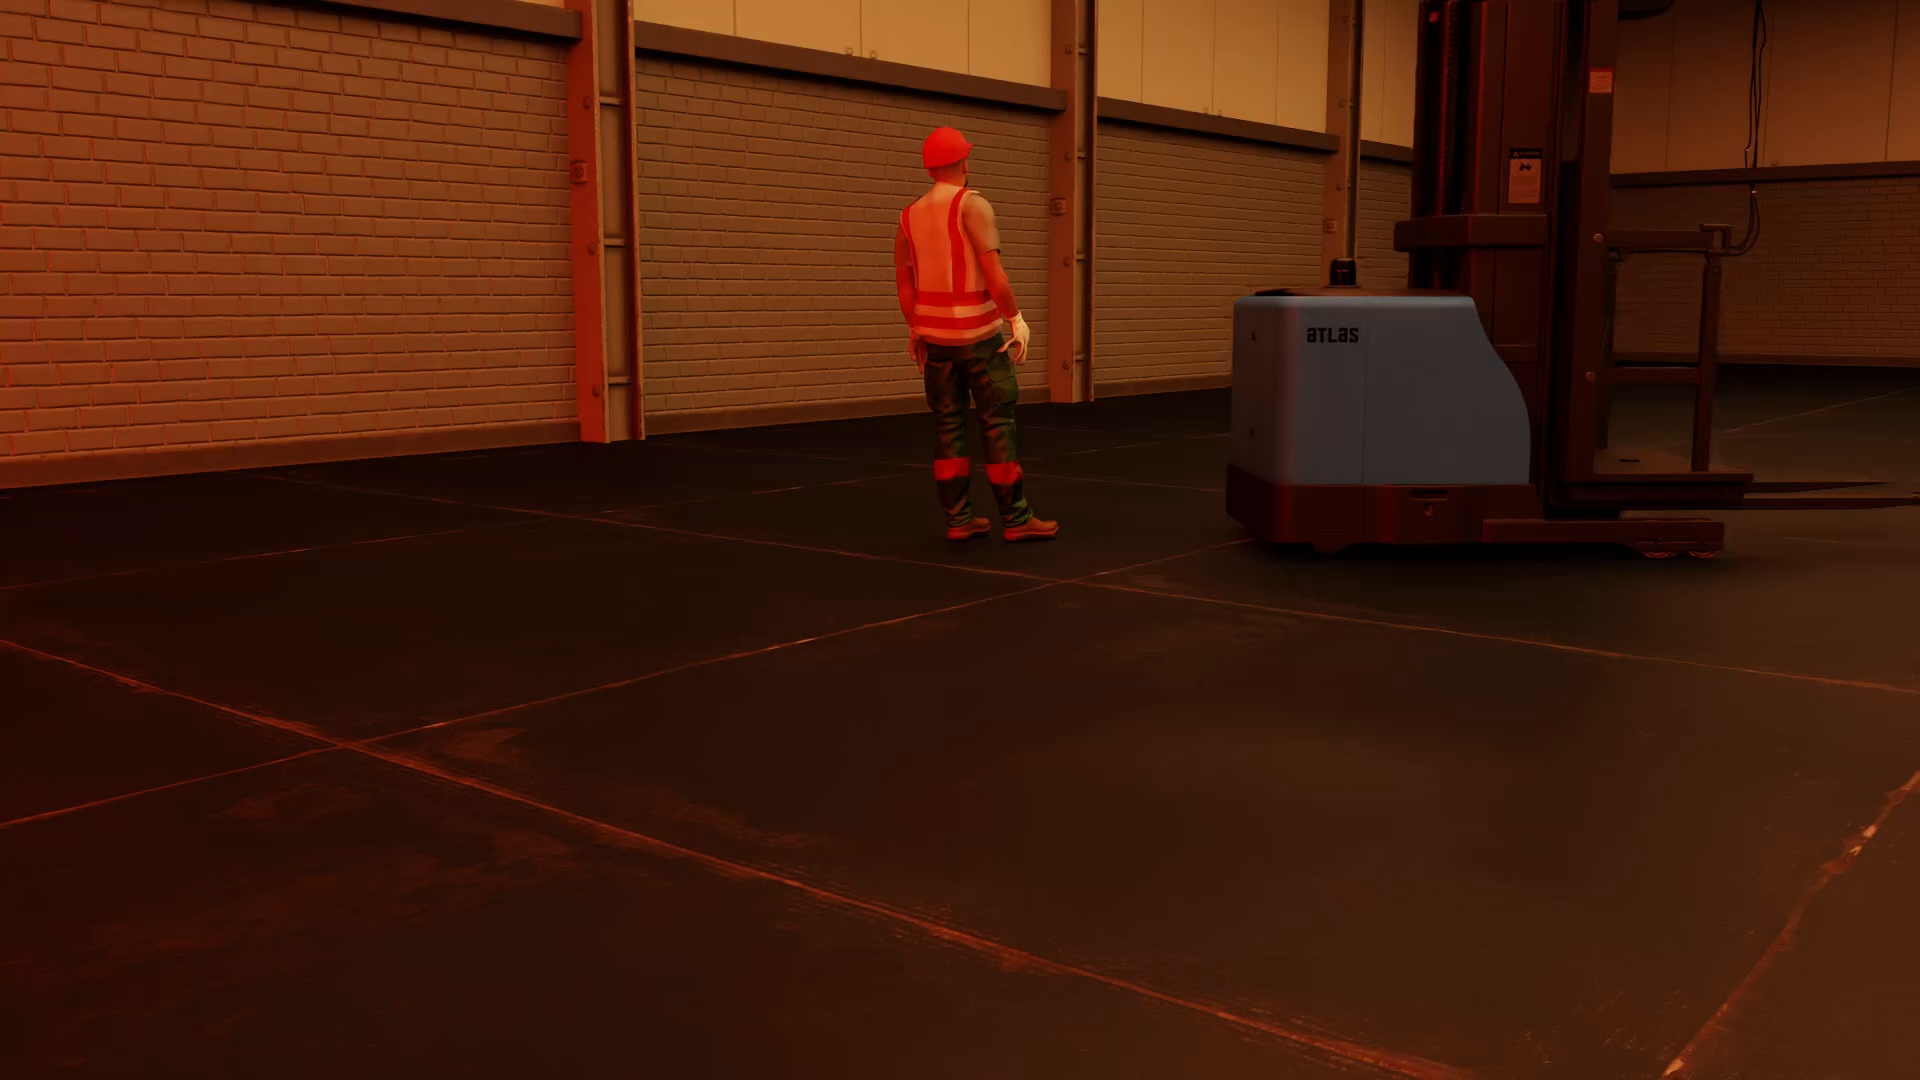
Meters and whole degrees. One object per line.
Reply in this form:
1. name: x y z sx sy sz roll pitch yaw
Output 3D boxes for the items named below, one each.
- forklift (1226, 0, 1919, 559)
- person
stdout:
1. forklift: 2.769 -1.448 7.179 3.031 2.935 1.130 0 8 -2
2. person: 0.059 -0.900 7.329 0.638 1.787 0.564 7 11 38
